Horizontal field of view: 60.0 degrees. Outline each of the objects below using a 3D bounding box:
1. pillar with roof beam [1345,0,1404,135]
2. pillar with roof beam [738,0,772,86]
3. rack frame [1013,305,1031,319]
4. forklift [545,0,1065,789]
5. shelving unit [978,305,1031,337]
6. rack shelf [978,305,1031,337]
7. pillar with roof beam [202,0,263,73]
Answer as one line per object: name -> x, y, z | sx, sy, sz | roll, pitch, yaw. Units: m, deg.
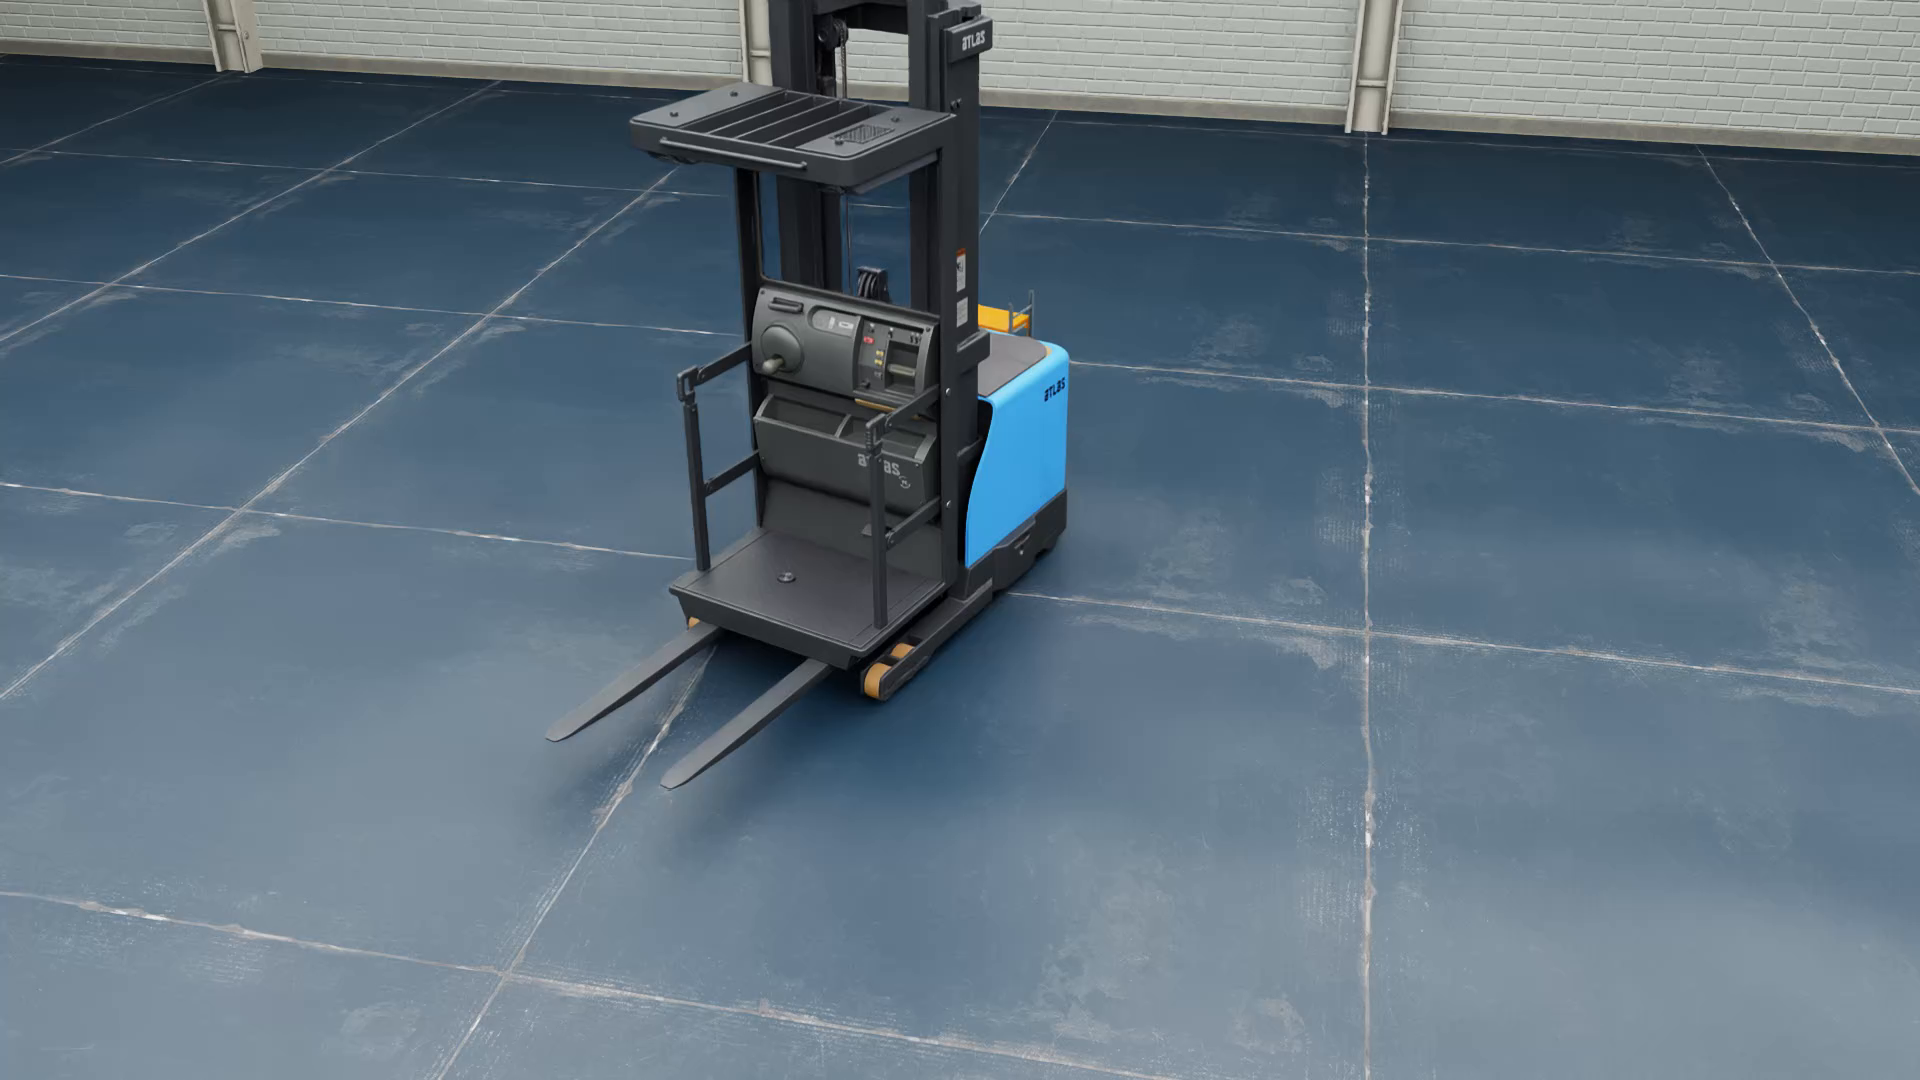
pillar with roof beam -> 2.992, -5.861, 10.085 | 0.400, 9.000, 9.100 | 6, 29, 11
pillar with roof beam -> -2.875, -6.463, 11.184 | 0.400, 9.000, 9.100 | 6, 29, 11
rack frame -> 0.316, -0.719, 8.814 | 0.006, 1.046, 0.228 | 16, 32, 27
forklift -> -0.638, -0.823, 7.200 | 1.121, 2.935, 3.031 | 16, 33, 27
shelving unit -> 0.104, -0.779, 8.923 | 0.499, 1.200, 0.258 | 16, 32, 27
rack shelf -> 0.106, -1.123, 8.733 | 0.480, 0.148, 0.258 | 16, 32, 27
pillar with roof beam -> -8.743, -7.065, 12.283 | 0.400, 9.000, 9.100 | 6, 29, 11
